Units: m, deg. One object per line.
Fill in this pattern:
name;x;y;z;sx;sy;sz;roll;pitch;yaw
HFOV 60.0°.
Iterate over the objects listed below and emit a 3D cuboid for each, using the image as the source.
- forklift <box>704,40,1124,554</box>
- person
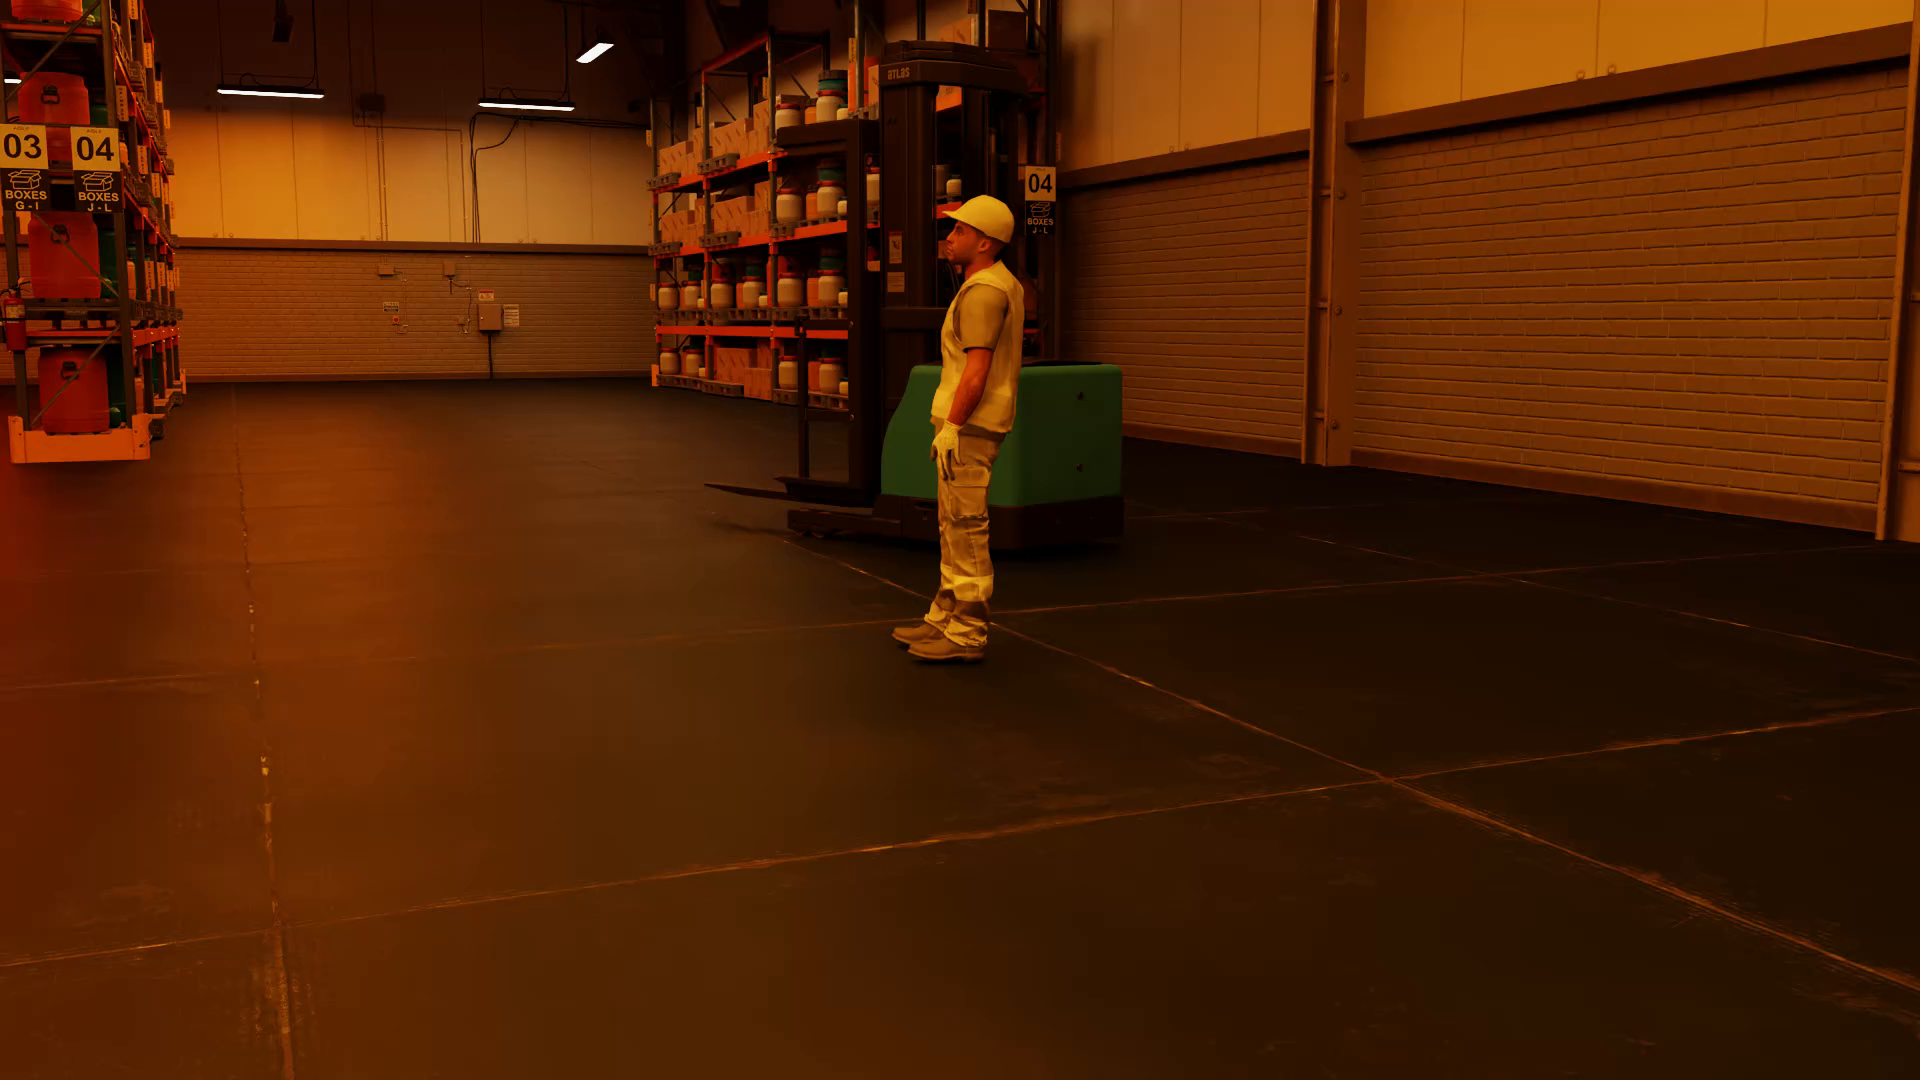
forklift;-0.436;-1.509;10.383;3.031;2.935;1.130;7;10;44
person;-0.039;-0.420;6.439;0.563;1.789;0.638;1;8;9
